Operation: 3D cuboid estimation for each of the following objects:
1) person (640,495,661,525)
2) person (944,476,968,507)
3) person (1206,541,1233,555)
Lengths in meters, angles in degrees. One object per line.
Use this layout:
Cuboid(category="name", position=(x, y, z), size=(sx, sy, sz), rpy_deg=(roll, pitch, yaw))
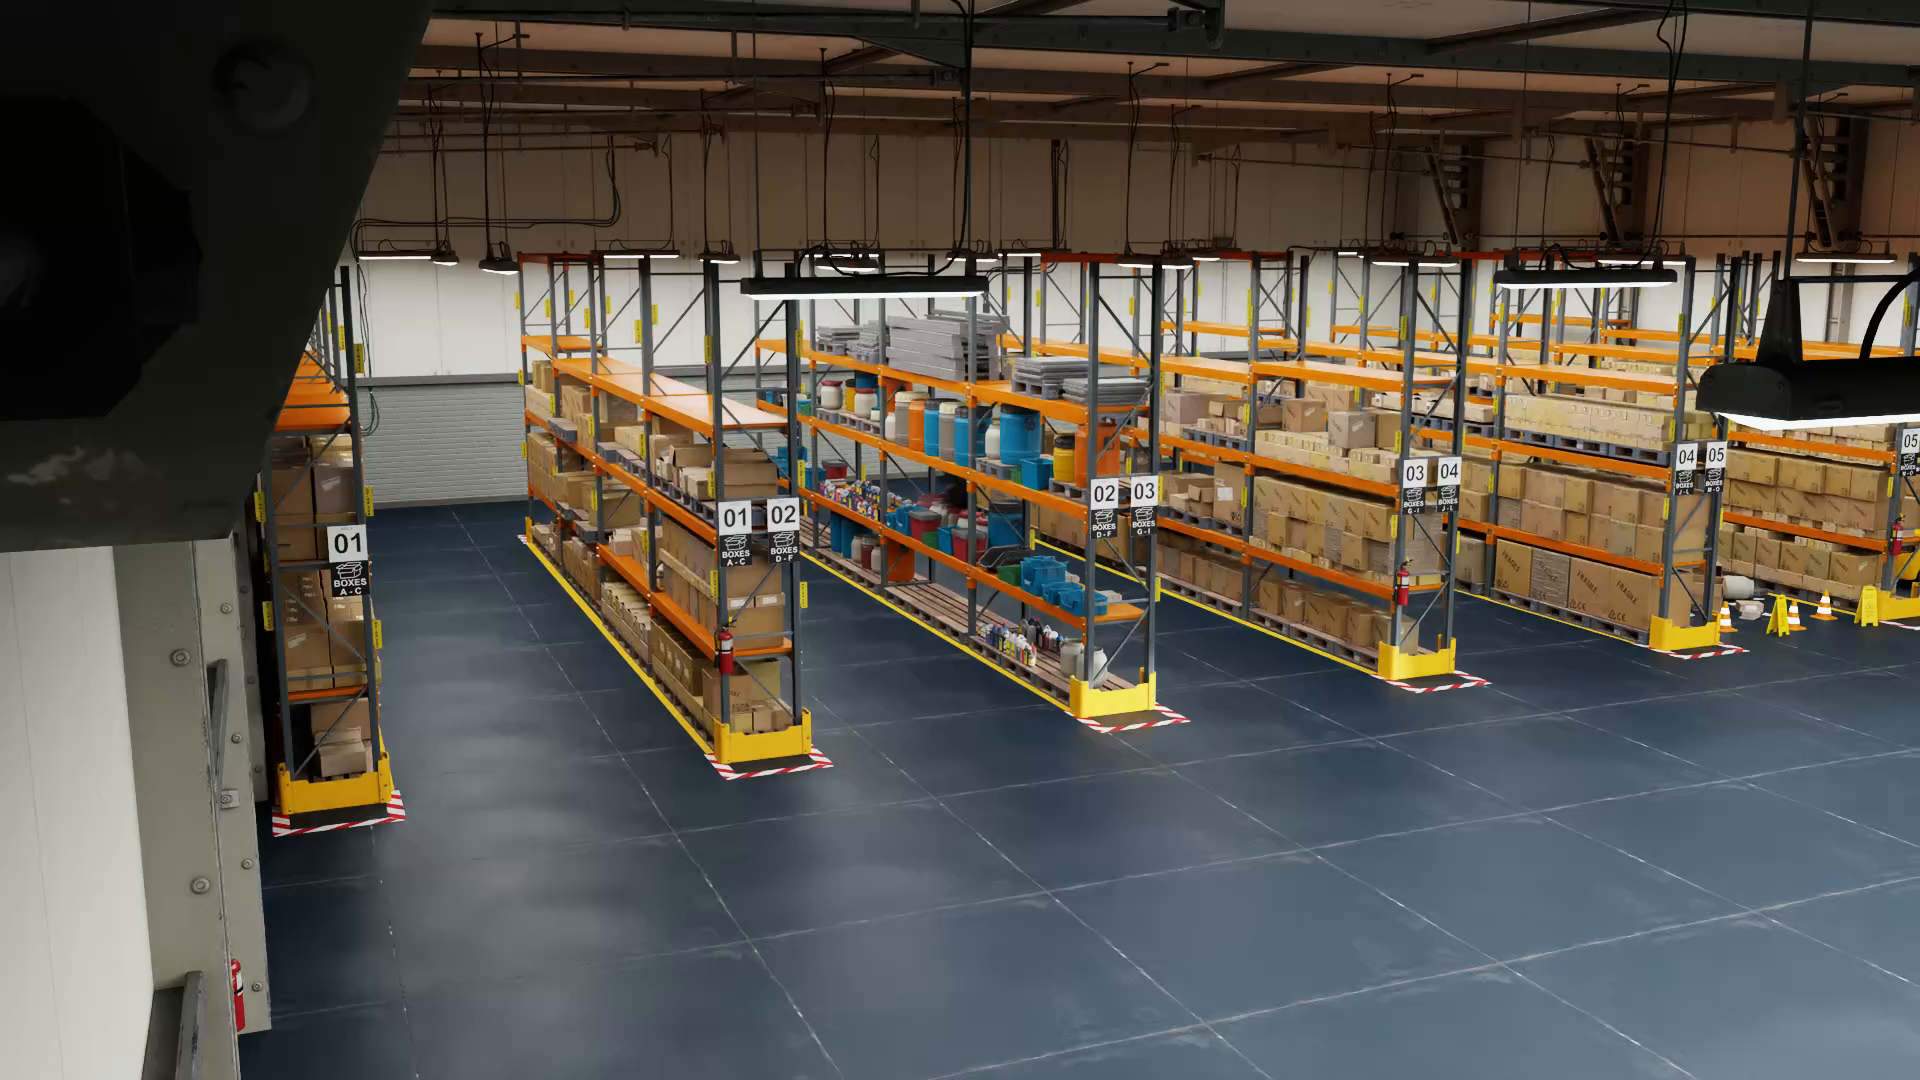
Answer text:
Cuboid(category="person", position=(-6.473, -0.781, 34.736), size=(0.563, 1.714, 0.665), rpy_deg=(-7, 12, -32))
Cuboid(category="person", position=(-0.027, -0.506, 33.264), size=(0.607, 1.659, 0.805), rpy_deg=(-6, 12, -29))
Cuboid(category="person", position=(5.037, -0.404, 32.124), size=(0.710, 1.768, 1.045), rpy_deg=(-4, 11, -23))
